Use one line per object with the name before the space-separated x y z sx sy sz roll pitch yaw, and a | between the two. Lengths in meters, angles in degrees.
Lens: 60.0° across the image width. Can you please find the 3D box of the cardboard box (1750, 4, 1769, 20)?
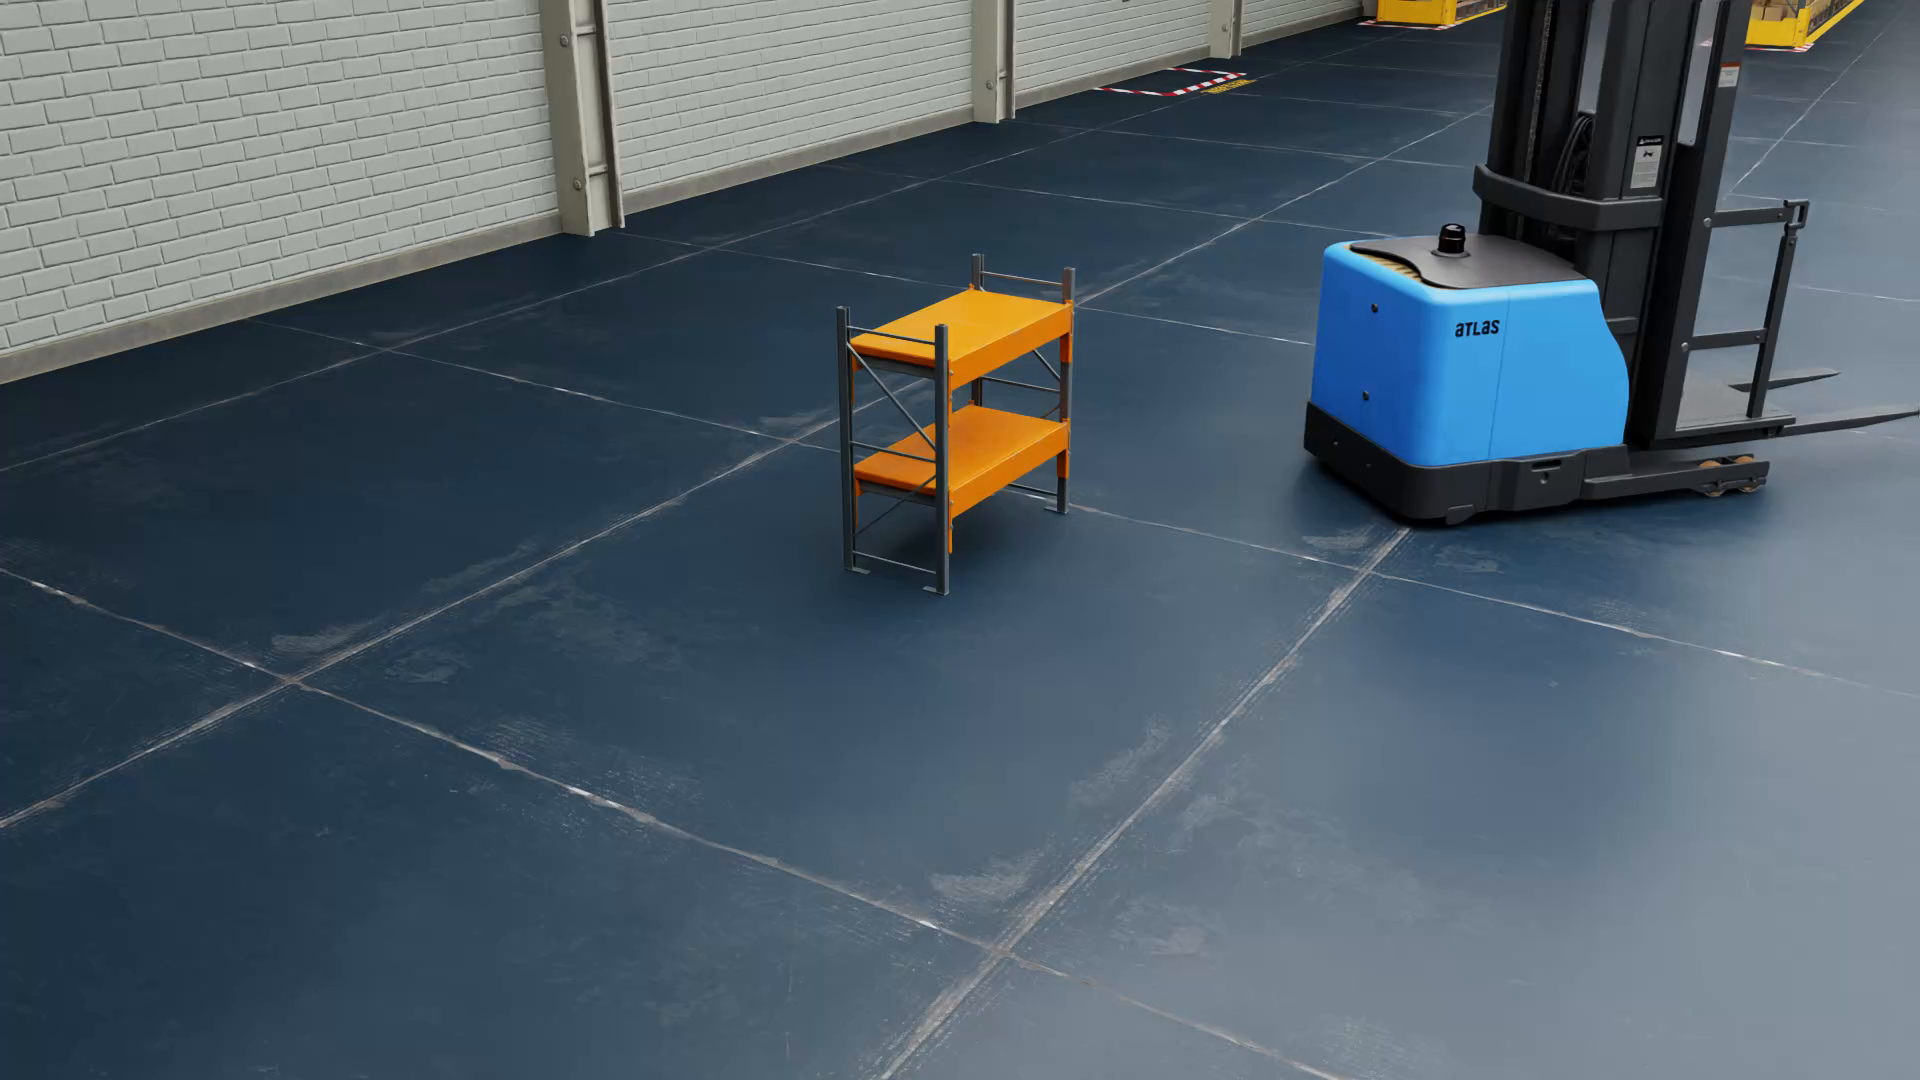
cardboard box | 11.286 -7.557 23.864 0.500 0.250 0.500 14 27 29

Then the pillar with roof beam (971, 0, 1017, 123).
pillar with roof beam | 4.005 -7.639 13.568 9.100 9.000 0.400 14 27 29

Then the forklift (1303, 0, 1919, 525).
forklift | 3.252 -1.736 7.571 3.031 2.935 1.130 -7 24 -16

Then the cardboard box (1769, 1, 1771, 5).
cardboard box | 11.539 -7.729 24.260 0.500 0.250 0.500 14 27 29

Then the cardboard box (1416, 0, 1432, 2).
cardboard box | 7.485 -8.603 26.178 0.500 0.311 0.500 11 26 23

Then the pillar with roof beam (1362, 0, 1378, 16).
pillar with roof beam | 10.335 -11.689 22.924 9.100 9.000 0.400 14 27 29

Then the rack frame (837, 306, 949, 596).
rack frame | -0.265 -0.347 6.635 0.500 1.125 0.032 14 27 29

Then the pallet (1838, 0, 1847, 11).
pallet | 14.362 -9.124 28.061 1.003 0.211 1.213 14 27 29

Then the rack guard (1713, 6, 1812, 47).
rack guard | 11.241 -7.228 23.318 1.175 0.500 0.348 14 27 29

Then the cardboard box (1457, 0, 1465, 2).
cardboard box | 7.786 -8.796 26.623 0.500 0.311 0.500 16 28 33

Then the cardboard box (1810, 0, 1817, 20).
cardboard box | 12.251 -7.787 24.395 0.500 0.250 0.500 14 27 29

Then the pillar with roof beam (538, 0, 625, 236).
pillar with roof beam | 0.840 -5.614 8.891 9.100 9.000 0.400 14 27 29

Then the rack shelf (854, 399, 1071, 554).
rack shelf | 0.004 -0.294 7.129 0.538 0.278 1.000 14 27 29

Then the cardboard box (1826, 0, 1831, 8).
cardboard box | 13.305 -8.462 25.954 0.500 0.250 0.500 14 27 29

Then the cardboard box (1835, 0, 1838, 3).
cardboard box | 13.787 -8.749 26.616 0.500 0.250 0.500 13 27 28

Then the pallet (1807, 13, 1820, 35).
pallet | 12.266 -7.781 24.958 1.003 0.211 1.213 14 27 29

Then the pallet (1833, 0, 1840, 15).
pallet | 13.719 -8.711 27.106 1.003 0.211 1.213 14 27 29

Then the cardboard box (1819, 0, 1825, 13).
cardboard box | 12.782 -8.124 25.172 0.500 0.250 0.500 14 27 29

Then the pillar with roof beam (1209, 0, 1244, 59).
pillar with roof beam | 7.170 -9.664 18.246 9.100 9.000 0.400 14 27 29

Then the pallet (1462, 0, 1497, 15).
pallet | 8.187 -8.843 27.412 1.003 0.211 1.213 14 27 29

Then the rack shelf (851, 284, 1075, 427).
rack shelf | 0.004 -0.787 6.916 0.538 0.278 1.000 14 27 29

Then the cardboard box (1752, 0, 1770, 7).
cardboard box | 11.284 -7.902 23.716 0.500 0.500 0.500 14 27 29

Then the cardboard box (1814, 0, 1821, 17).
cardboard box | 12.518 -7.955 24.782 0.500 0.250 0.500 14 27 29

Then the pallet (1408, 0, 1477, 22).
pallet | 7.542 -8.433 26.465 1.003 0.211 1.213 14 27 29

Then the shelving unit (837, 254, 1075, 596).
shelving unit | 0.004 -0.518 7.032 0.538 1.125 1.048 14 27 29

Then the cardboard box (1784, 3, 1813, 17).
cardboard box | 11.986 -7.618 24.005 0.500 0.250 0.500 14 27 29

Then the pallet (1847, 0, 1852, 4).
pallet | 15.007 -9.534 29.009 1.003 0.211 1.213 14 27 29

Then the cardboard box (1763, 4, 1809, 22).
cardboard box | 11.726 -7.449 23.614 0.500 0.250 0.500 14 27 29

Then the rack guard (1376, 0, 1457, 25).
rack guard | 7.084 -8.299 25.791 1.175 0.500 0.348 14 27 29

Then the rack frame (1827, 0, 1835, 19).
rack frame | 13.364 -9.734 25.959 1.000 3.000 0.127 14 27 29

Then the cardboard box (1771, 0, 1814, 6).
cardboard box | 11.988 -7.962 23.855 0.500 0.500 0.500 14 27 29

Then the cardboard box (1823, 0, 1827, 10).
cardboard box | 13.033 -8.296 25.569 0.500 0.250 0.500 14 27 29

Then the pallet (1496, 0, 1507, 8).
pallet | 8.829 -9.257 28.367 1.003 0.211 1.213 14 27 29

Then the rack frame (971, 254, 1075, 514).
rack frame | 0.272 -0.690 7.428 0.500 1.125 0.032 14 27 29

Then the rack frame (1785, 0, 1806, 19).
rack frame | 11.254 -8.384 22.840 1.000 3.000 0.127 14 27 29

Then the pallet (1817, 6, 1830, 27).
pallet | 12.909 -8.194 25.913 1.003 0.211 1.213 14 27 29
